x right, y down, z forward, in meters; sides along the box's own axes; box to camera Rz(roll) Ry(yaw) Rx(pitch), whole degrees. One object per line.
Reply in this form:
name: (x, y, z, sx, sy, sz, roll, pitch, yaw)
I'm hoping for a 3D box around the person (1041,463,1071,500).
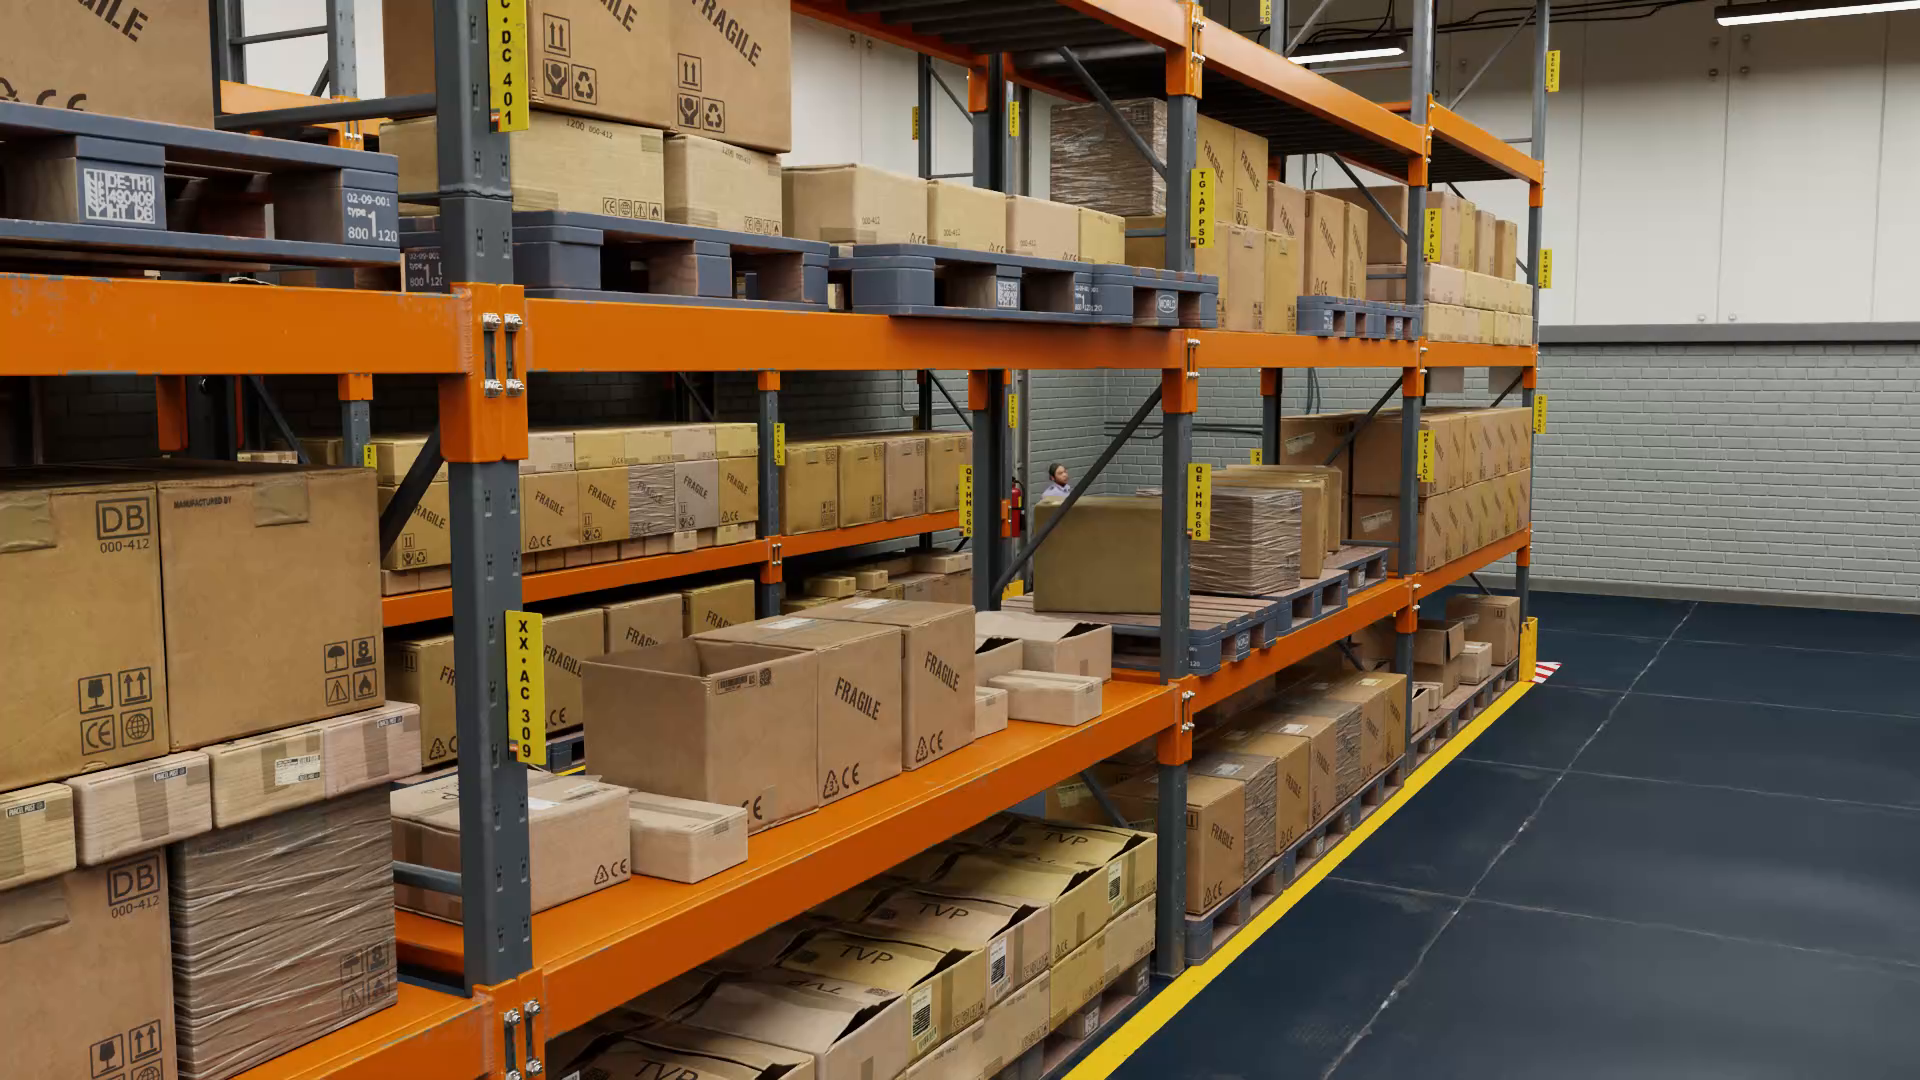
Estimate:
person: (1.015, 0.021, 17.353, 0.721, 1.641, 0.636, 4, 7, 33)
